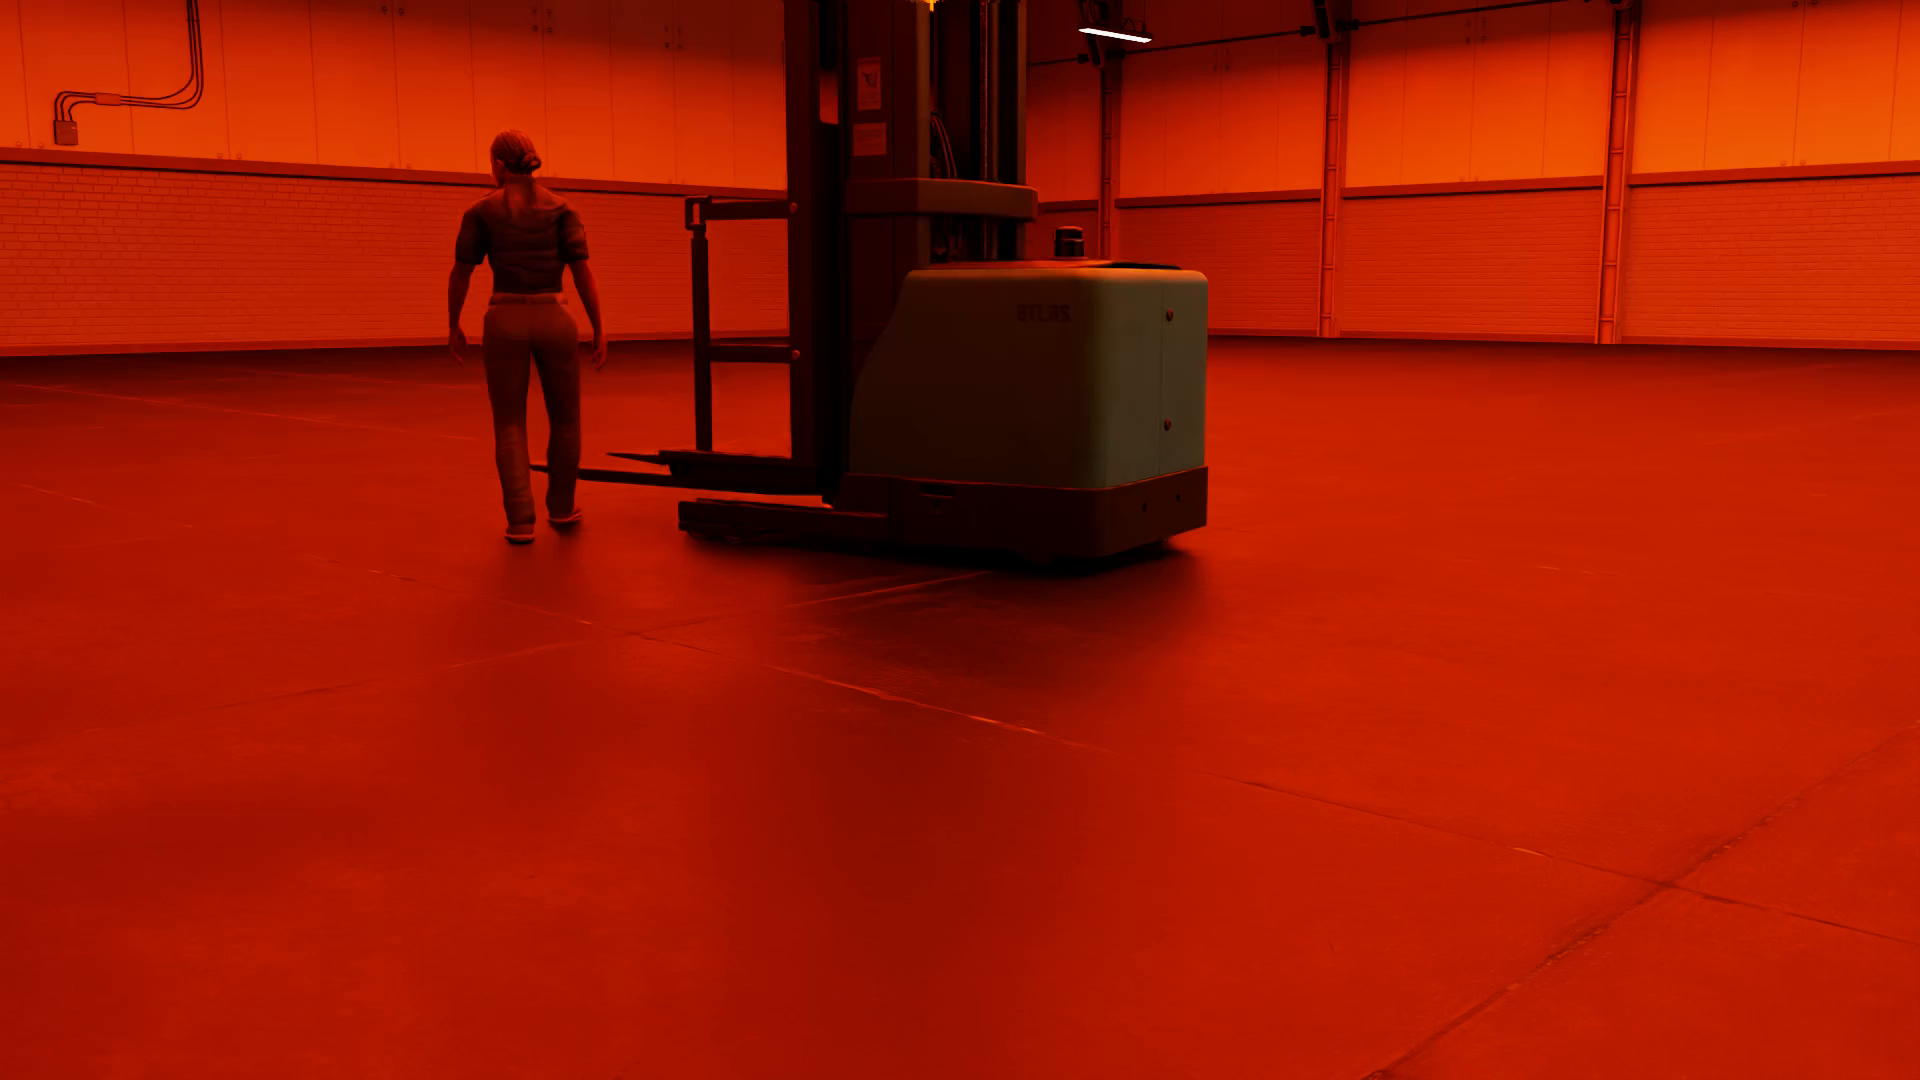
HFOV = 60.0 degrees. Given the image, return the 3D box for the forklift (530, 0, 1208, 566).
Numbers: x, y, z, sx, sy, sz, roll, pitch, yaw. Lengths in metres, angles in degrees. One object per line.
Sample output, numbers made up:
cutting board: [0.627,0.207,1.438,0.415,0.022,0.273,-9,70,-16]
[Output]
forklift: [-0.546,-1.495,6.802,3.031,2.935,1.130,5,10,31]

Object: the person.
person: [-1.774,-0.840,6.821,0.625,1.636,0.706,-2,9,-15]
